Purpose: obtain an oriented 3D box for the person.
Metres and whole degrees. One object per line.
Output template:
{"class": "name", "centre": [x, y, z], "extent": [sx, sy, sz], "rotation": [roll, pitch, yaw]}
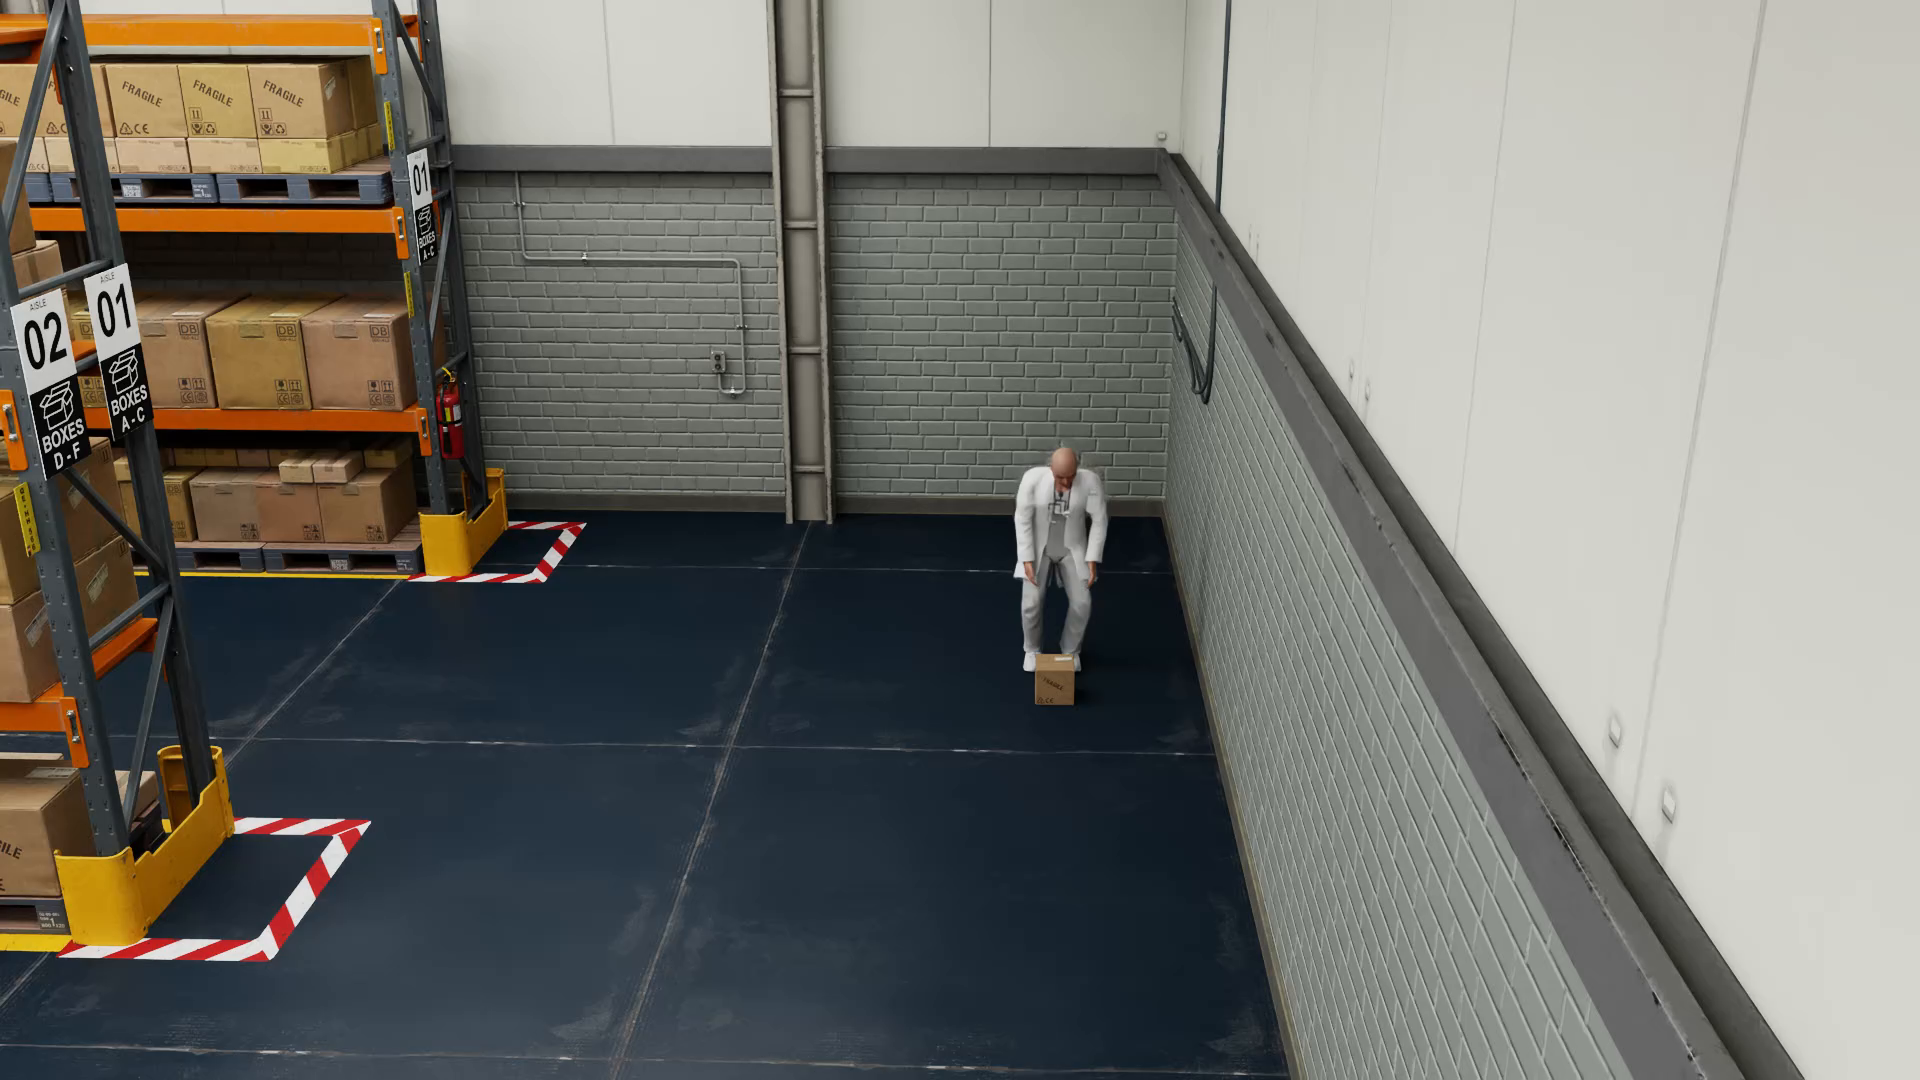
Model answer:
{"class": "person", "centre": [0.668, 0.104, 11.086], "extent": [0.621, 1.601, 0.564], "rotation": [1, 20, 2]}
